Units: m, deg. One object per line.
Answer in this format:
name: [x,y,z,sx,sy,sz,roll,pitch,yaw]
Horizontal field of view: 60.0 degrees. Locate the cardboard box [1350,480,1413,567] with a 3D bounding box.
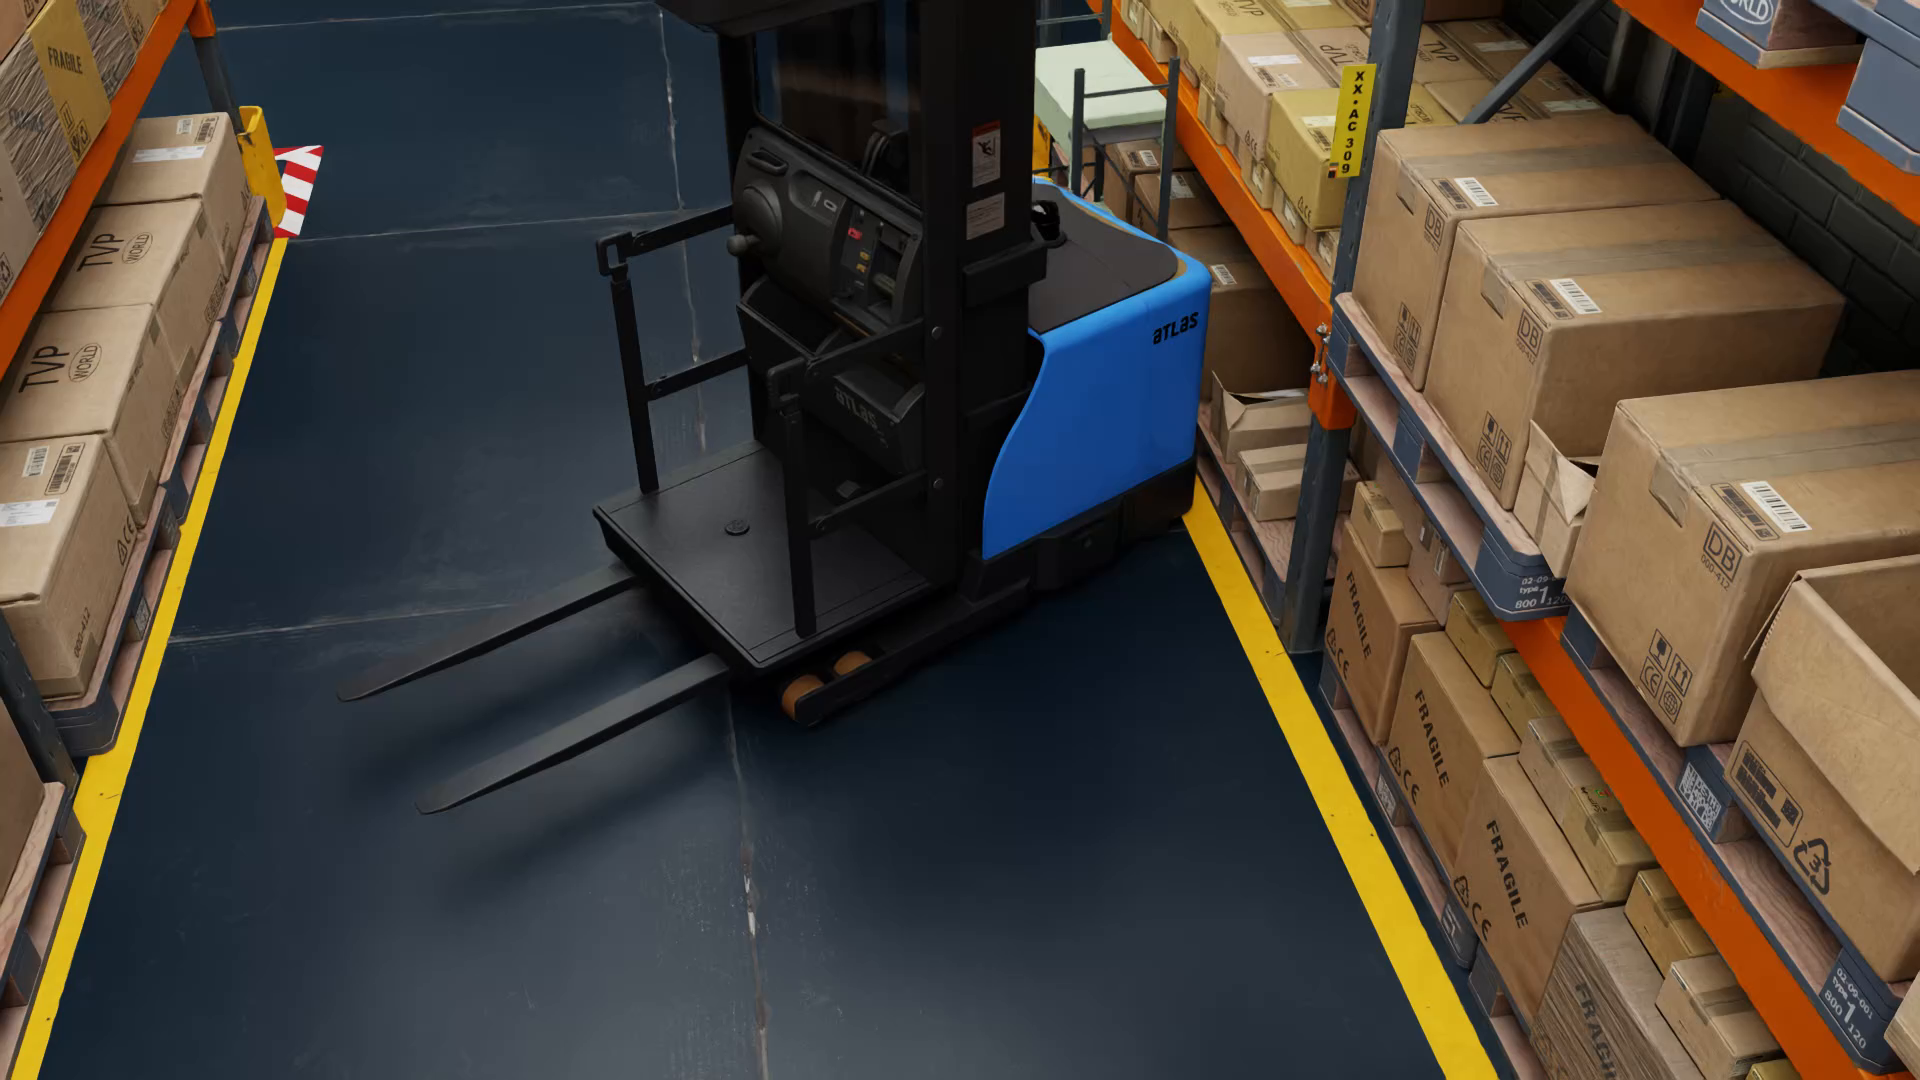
cardboard box: [1.415,-0.062,5.052,0.380,0.149,0.250,-5,38,-6]

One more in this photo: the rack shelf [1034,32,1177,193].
rack shelf: [0.513,-1.660,6.524,0.431,0.370,0.720,-10,39,-12]

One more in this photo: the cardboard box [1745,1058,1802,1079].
cardboard box: [1.853,1.197,3.431,0.380,0.149,0.250,-7,38,-9]

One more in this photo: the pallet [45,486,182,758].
pallet: [-3.328,0.297,5.696,1.003,0.211,1.213,-6,38,-8]

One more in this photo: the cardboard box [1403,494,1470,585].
cardboard box: [1.508,-0.028,4.765,0.380,0.149,0.250,-8,39,-10]

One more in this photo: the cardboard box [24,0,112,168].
cardboard box: [-3.351,-1.604,5.789,0.500,0.500,0.500,-5,38,-7]

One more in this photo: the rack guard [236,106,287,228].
rack guard: [-3.977,-1.780,8.134,1.175,0.500,0.348,-6,38,-8]

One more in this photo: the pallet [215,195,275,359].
pallet: [-3.756,-1.177,7.593,1.003,0.211,1.213,-6,38,-8]

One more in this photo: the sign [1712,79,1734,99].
sign: [2.160,-1.392,4.653,0.100,0.325,0.005,-6,38,-8]

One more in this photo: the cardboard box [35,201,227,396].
cardboard box: [-3.590,-0.967,6.796,0.875,0.438,0.875,-5,38,-7]

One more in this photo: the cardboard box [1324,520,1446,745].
cardboard box: [1.478,0.265,5.159,0.500,0.500,0.500,-5,38,-6]

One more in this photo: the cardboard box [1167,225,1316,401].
cardboard box: [1.221,-0.940,6.711,0.700,0.500,0.500,-8,38,-10]

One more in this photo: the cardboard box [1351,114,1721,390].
cardboard box: [1.479,-0.762,4.362,0.700,0.500,0.500,-5,38,-7]

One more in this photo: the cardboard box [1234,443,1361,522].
cardboard box: [1.228,-0.218,6.067,0.380,0.149,0.250,-7,38,-9]

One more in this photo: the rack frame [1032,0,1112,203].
rack frame: [0.419,-1.571,7.043,0.400,1.500,0.023,-10,39,-12]

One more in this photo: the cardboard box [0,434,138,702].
cardboard box: [-3.276,0.119,5.399,0.875,0.438,0.875,-7,38,-9]

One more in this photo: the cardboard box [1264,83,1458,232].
cardboard box: [1.285,-1.212,5.245,0.500,0.250,0.500,-5,38,-7]

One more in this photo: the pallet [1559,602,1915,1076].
pallet: [1.970,0.445,3.389,1.003,0.211,1.213,-6,38,-8]

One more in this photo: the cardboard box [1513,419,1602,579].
cardboard box: [1.480,-0.105,3.708,0.396,0.266,0.258,-4,38,-6]

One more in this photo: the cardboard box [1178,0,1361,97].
cardboard box: [1.108,-1.816,6.022,0.500,0.250,0.500,-6,38,-8]

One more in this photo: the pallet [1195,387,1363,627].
pallet: [1.495,-0.186,6.318,1.003,0.211,1.213,-6,38,-8]

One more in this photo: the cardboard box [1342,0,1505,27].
cardboard box: [1.615,-2.155,5.848,0.500,0.500,0.500,-7,38,-9]

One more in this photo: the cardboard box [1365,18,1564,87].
cardboard box: [1.699,-1.561,5.695,0.500,0.250,0.500,-7,38,-8]

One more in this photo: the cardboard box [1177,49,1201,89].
cardboard box: [1.057,-1.873,6.421,0.380,0.149,0.250,-6,38,-8]

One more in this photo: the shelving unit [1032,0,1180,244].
shelving unit: [0.517,-1.353,6.766,0.431,1.500,0.755,-10,39,-12]

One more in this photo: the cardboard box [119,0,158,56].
cardboard box: [-3.555,-2.225,6.587,0.500,0.500,0.500,-7,38,-9]

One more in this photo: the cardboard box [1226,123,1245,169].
cardboard box: [1.154,-1.410,5.824,0.380,0.149,0.250,-5,38,-7]

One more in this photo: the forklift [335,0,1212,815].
forklift: [-0.587,-0.915,5.039,3.031,2.935,1.130,-26,45,-29]

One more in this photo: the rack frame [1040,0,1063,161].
rack frame: [0.913,-3.289,8.038,1.000,3.000,0.127,-6,38,-8]

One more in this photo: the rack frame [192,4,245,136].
rack frame: [-3.973,-2.753,7.348,1.000,3.000,0.127,-6,38,-8]

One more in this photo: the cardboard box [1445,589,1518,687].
cardboard box: [1.596,0.250,4.649,0.380,0.149,0.250,-8,39,-10]

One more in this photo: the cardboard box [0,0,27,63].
cardboard box: [-3.278,-1.701,5.098,0.500,0.500,0.500,-6,38,-7]

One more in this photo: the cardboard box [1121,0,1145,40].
cardboard box: [0.878,-2.178,6.813,0.380,0.149,0.250,-7,38,-9]

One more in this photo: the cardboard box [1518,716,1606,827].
cardboard box: [1.665,0.569,4.239,0.380,0.149,0.250,-6,38,-8]

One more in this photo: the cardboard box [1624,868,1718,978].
cardboard box: [1.782,0.879,3.839,0.380,0.149,0.250,-6,38,-8]

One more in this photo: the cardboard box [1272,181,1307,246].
cardboard box: [1.243,-1.094,5.418,0.380,0.149,0.250,-5,38,-7]

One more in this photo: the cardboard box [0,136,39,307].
cardboard box: [-3.180,-0.992,5.001,0.500,0.500,0.500,-6,38,-8]

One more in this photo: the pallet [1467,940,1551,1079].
pallet: [2.012,1.454,4.206,1.003,0.211,1.213,-6,38,-8]

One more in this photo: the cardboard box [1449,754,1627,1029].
cardboard box: [1.664,0.887,4.358,0.500,0.500,0.500,-7,38,-9]

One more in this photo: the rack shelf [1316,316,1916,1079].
rack shelf: [1.965,0.619,3.594,1.077,0.370,4.000,-6,38,-8]

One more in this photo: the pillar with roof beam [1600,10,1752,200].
pillar with roof beam: [-1.858,-3.296,3.158,9.100,9.000,0.400,-6,38,-8]

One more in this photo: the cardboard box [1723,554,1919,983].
cardboard box: [1.848,0.371,2.902,0.797,0.503,0.637,-7,38,-9]

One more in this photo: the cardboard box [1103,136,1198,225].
cardboard box: [1.039,-1.567,7.518,0.700,0.500,0.500,-5,38,-6]
